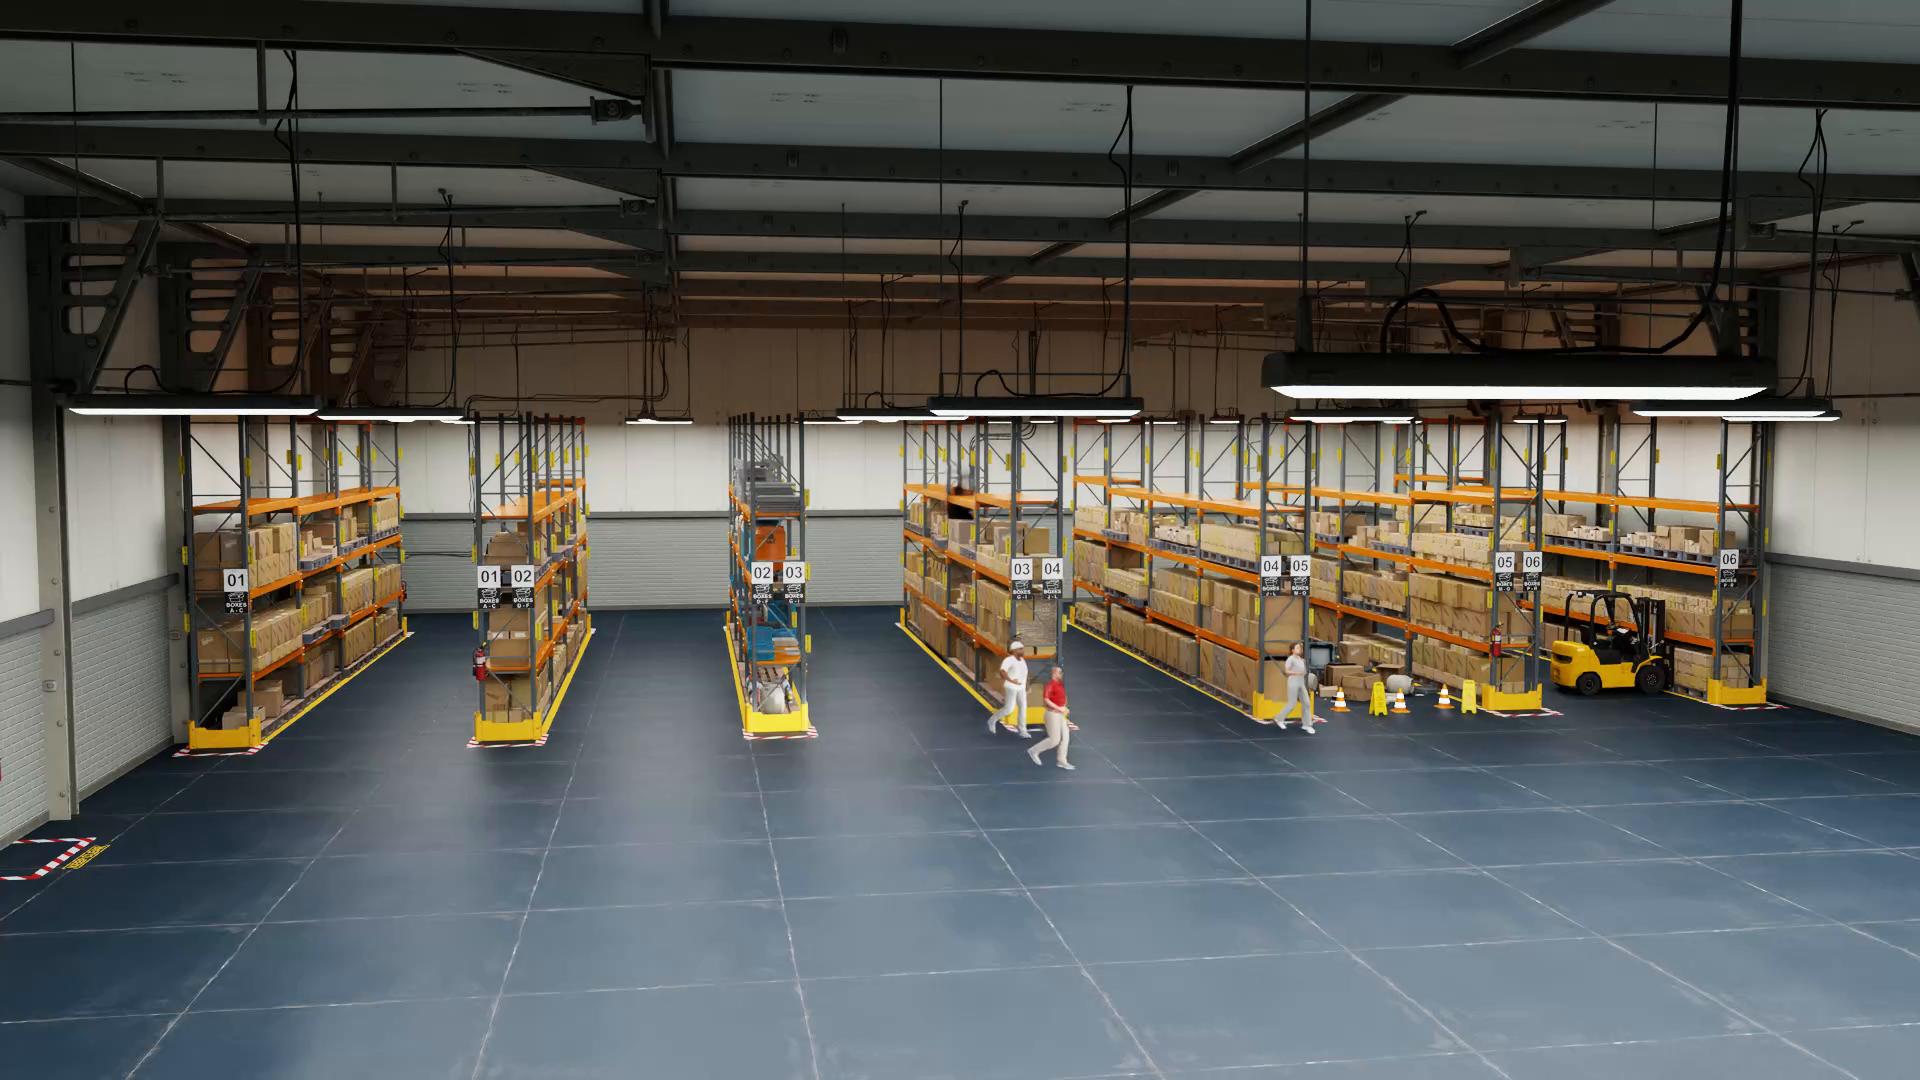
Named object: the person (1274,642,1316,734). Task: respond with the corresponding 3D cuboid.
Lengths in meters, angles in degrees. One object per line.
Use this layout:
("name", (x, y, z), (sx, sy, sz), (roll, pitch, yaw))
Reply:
("person", (6.278, 2.757, 31.170), (0.570, 1.693, 0.842), (-4, 5, -44))

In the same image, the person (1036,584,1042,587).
("person", (2.211, 1.668, 47.066), (0.732, 1.725, 0.673), (0, 4, 4))

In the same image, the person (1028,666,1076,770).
("person", (1.570, 2.979, 27.904), (0.761, 1.731, 0.689), (1, 4, 20))

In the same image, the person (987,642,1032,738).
("person", (1.046, 2.748, 30.785), (0.965, 1.727, 0.763), (3, 5, 40))
